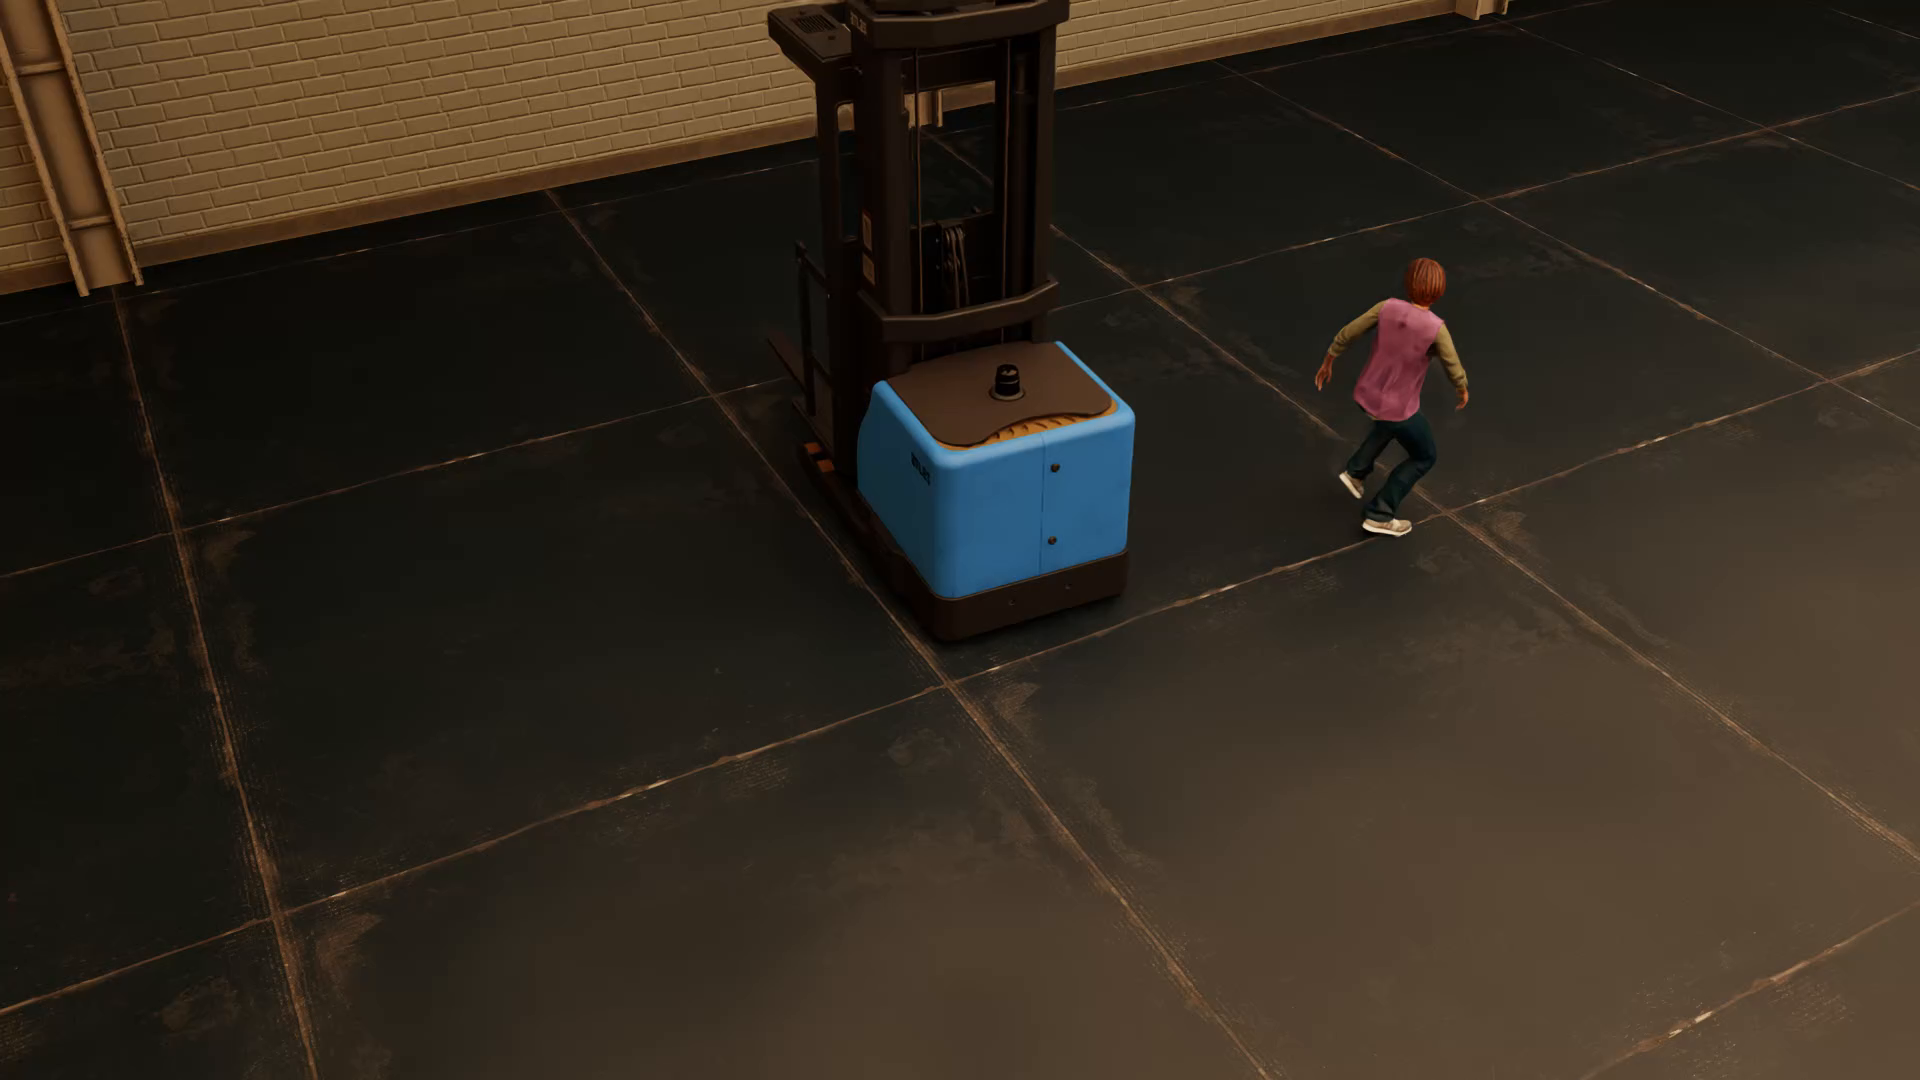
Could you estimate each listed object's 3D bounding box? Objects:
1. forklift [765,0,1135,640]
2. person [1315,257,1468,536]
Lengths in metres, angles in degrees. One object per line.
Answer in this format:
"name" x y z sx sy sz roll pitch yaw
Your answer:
"forklift" -0.245 -1.564 8.336 1.130 2.935 3.031 -15 38 -20
"person" 2.212 -0.730 8.397 0.580 1.512 0.648 -19 40 -25
